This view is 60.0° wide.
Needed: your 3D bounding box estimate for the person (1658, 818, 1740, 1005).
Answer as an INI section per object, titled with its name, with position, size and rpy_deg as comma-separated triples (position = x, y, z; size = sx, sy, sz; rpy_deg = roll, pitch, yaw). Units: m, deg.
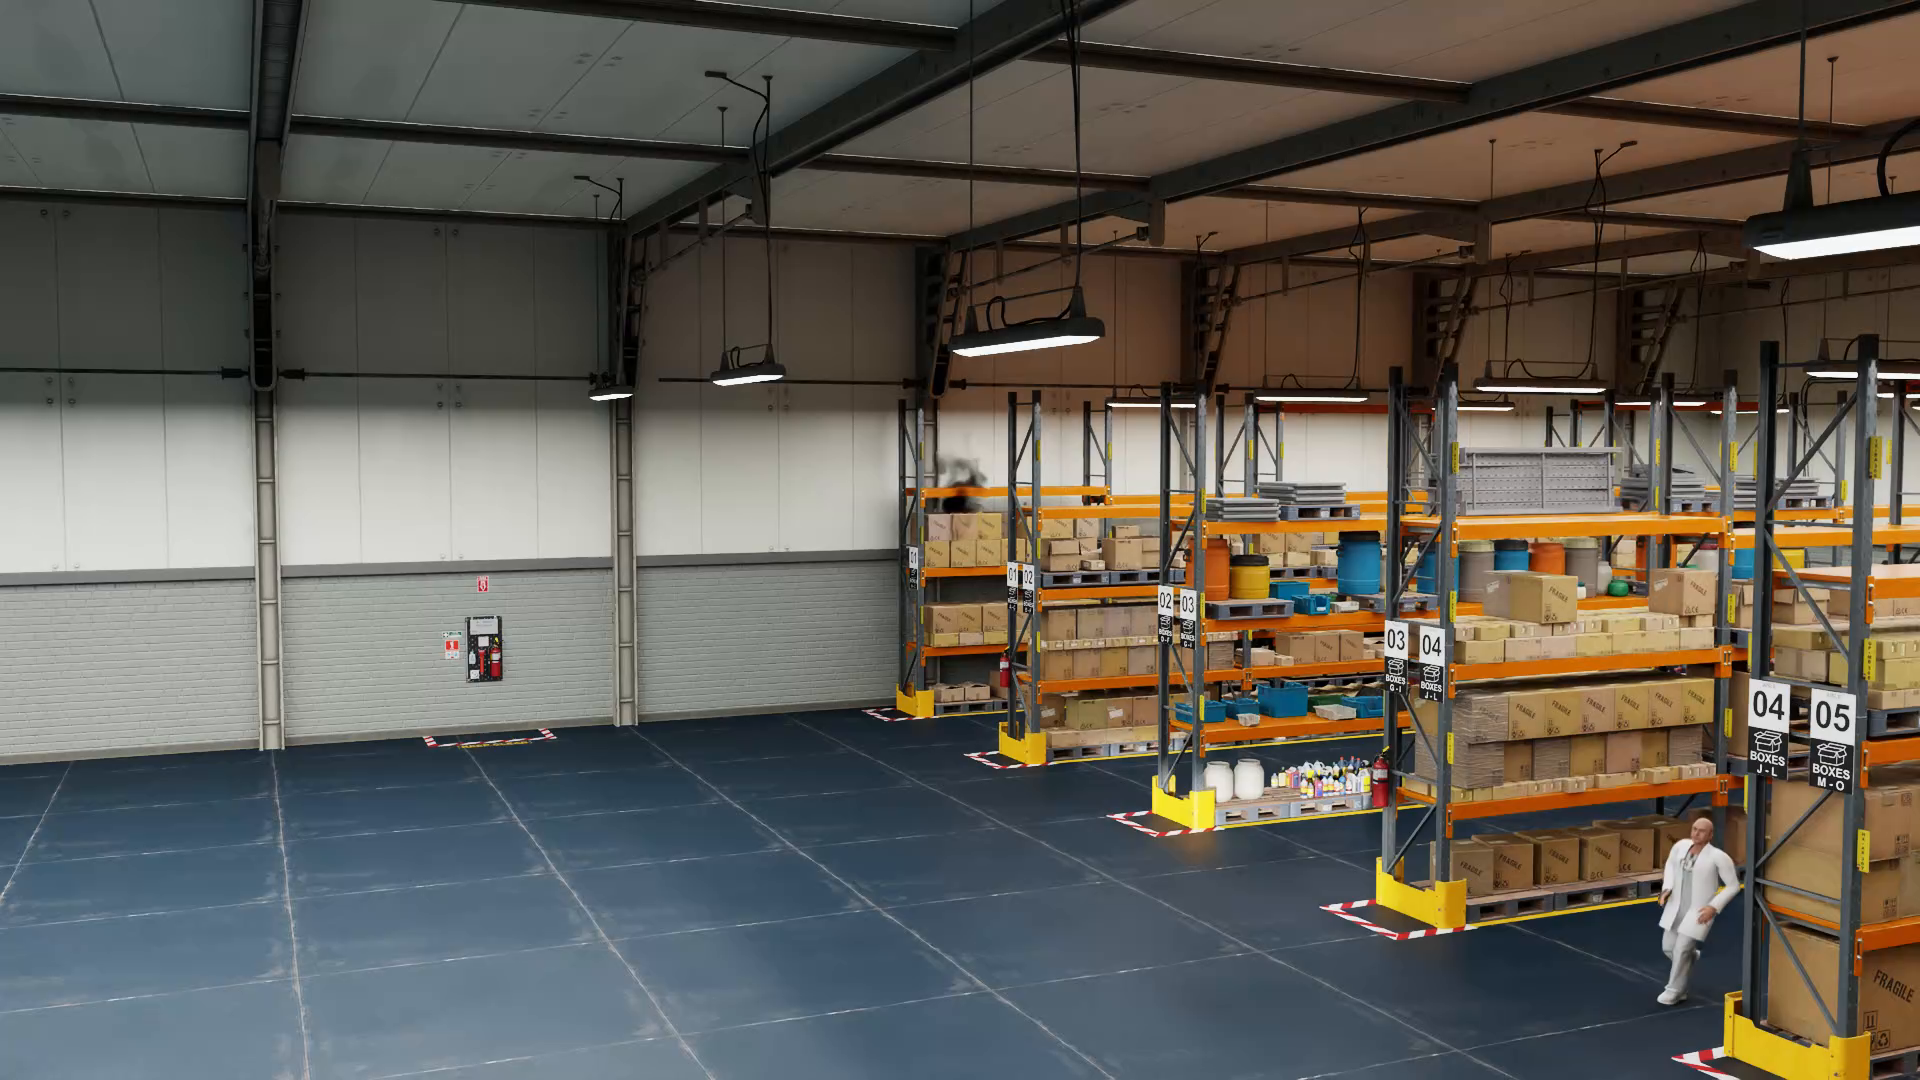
[person]
position = 6.808, 3.407, 15.319
size = 0.685, 1.737, 0.733
rpy_deg = -2, 4, -37
